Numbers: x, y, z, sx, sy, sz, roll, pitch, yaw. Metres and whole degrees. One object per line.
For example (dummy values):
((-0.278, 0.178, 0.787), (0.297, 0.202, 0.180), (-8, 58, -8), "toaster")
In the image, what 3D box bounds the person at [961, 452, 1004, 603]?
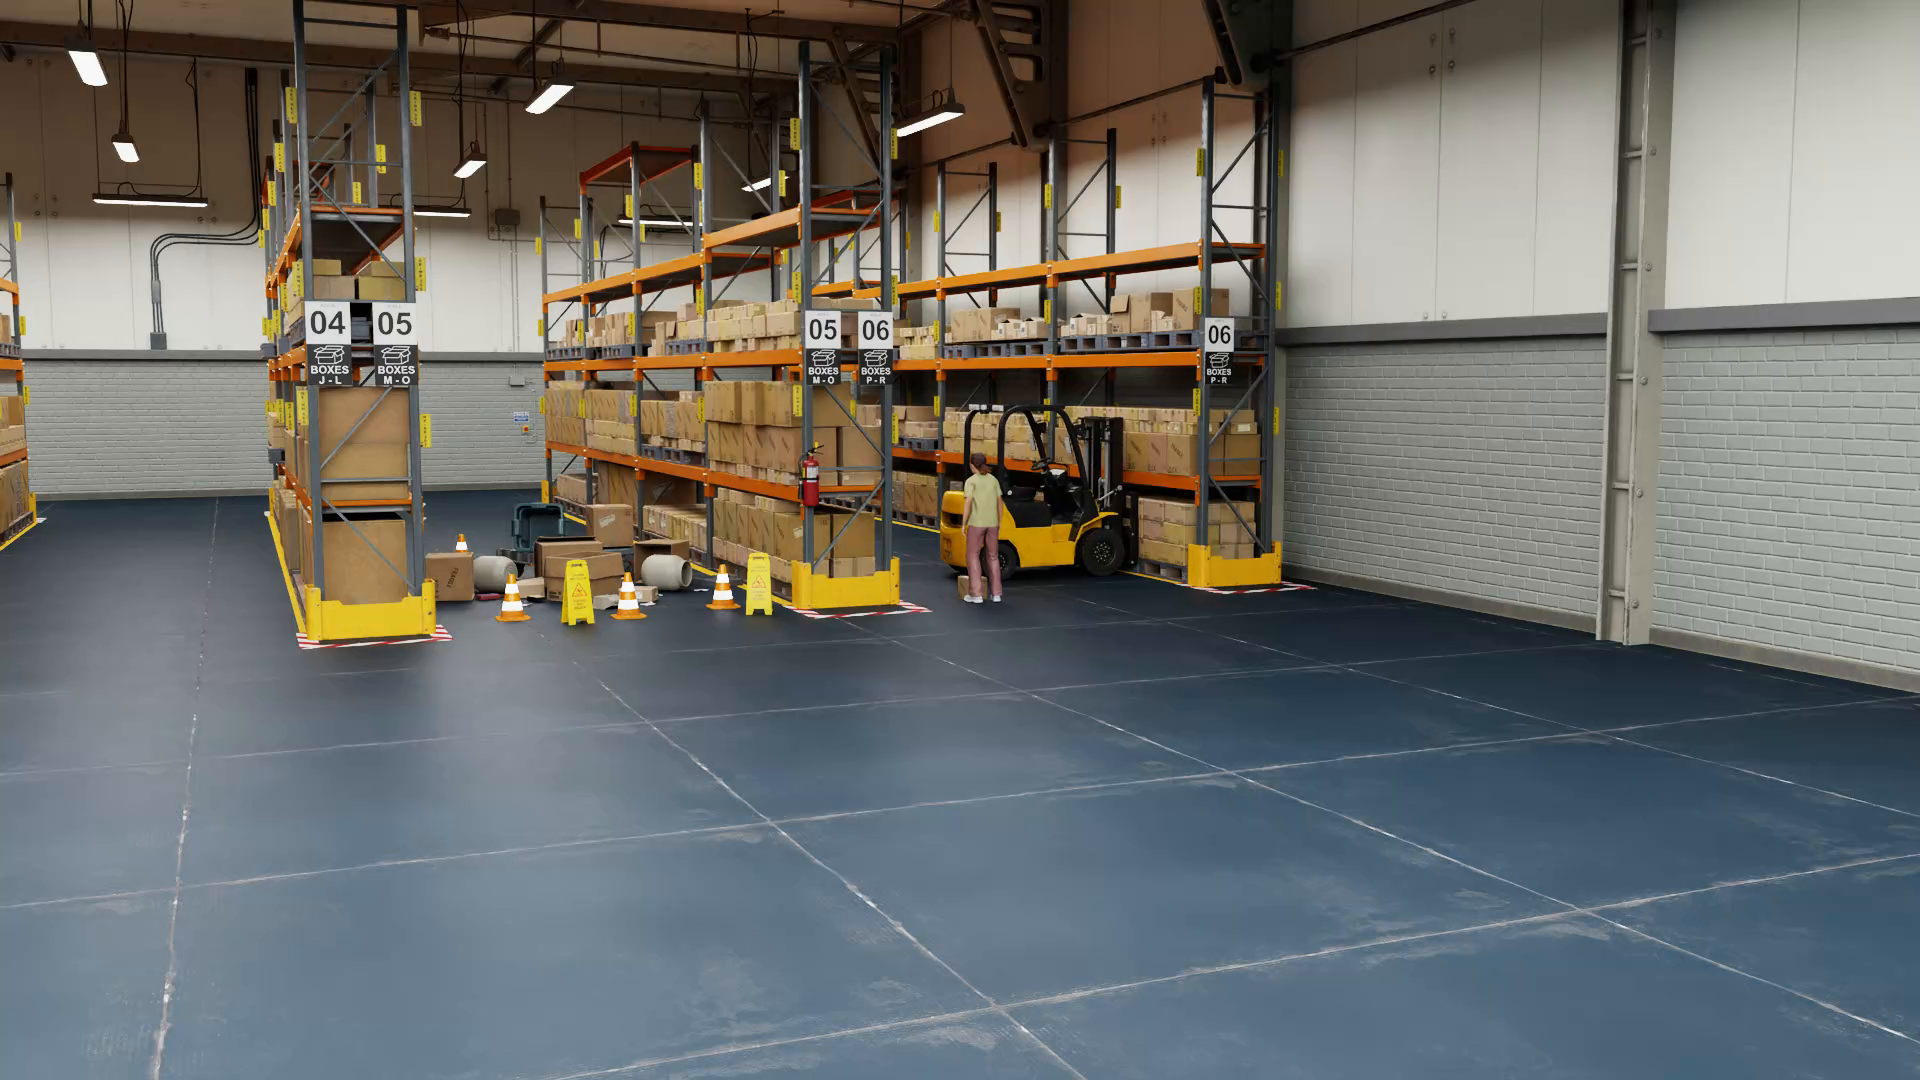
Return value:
((0.243, -0.144, 18.477), (0.521, 1.672, 0.353), (-3, 6, -27), "person")
